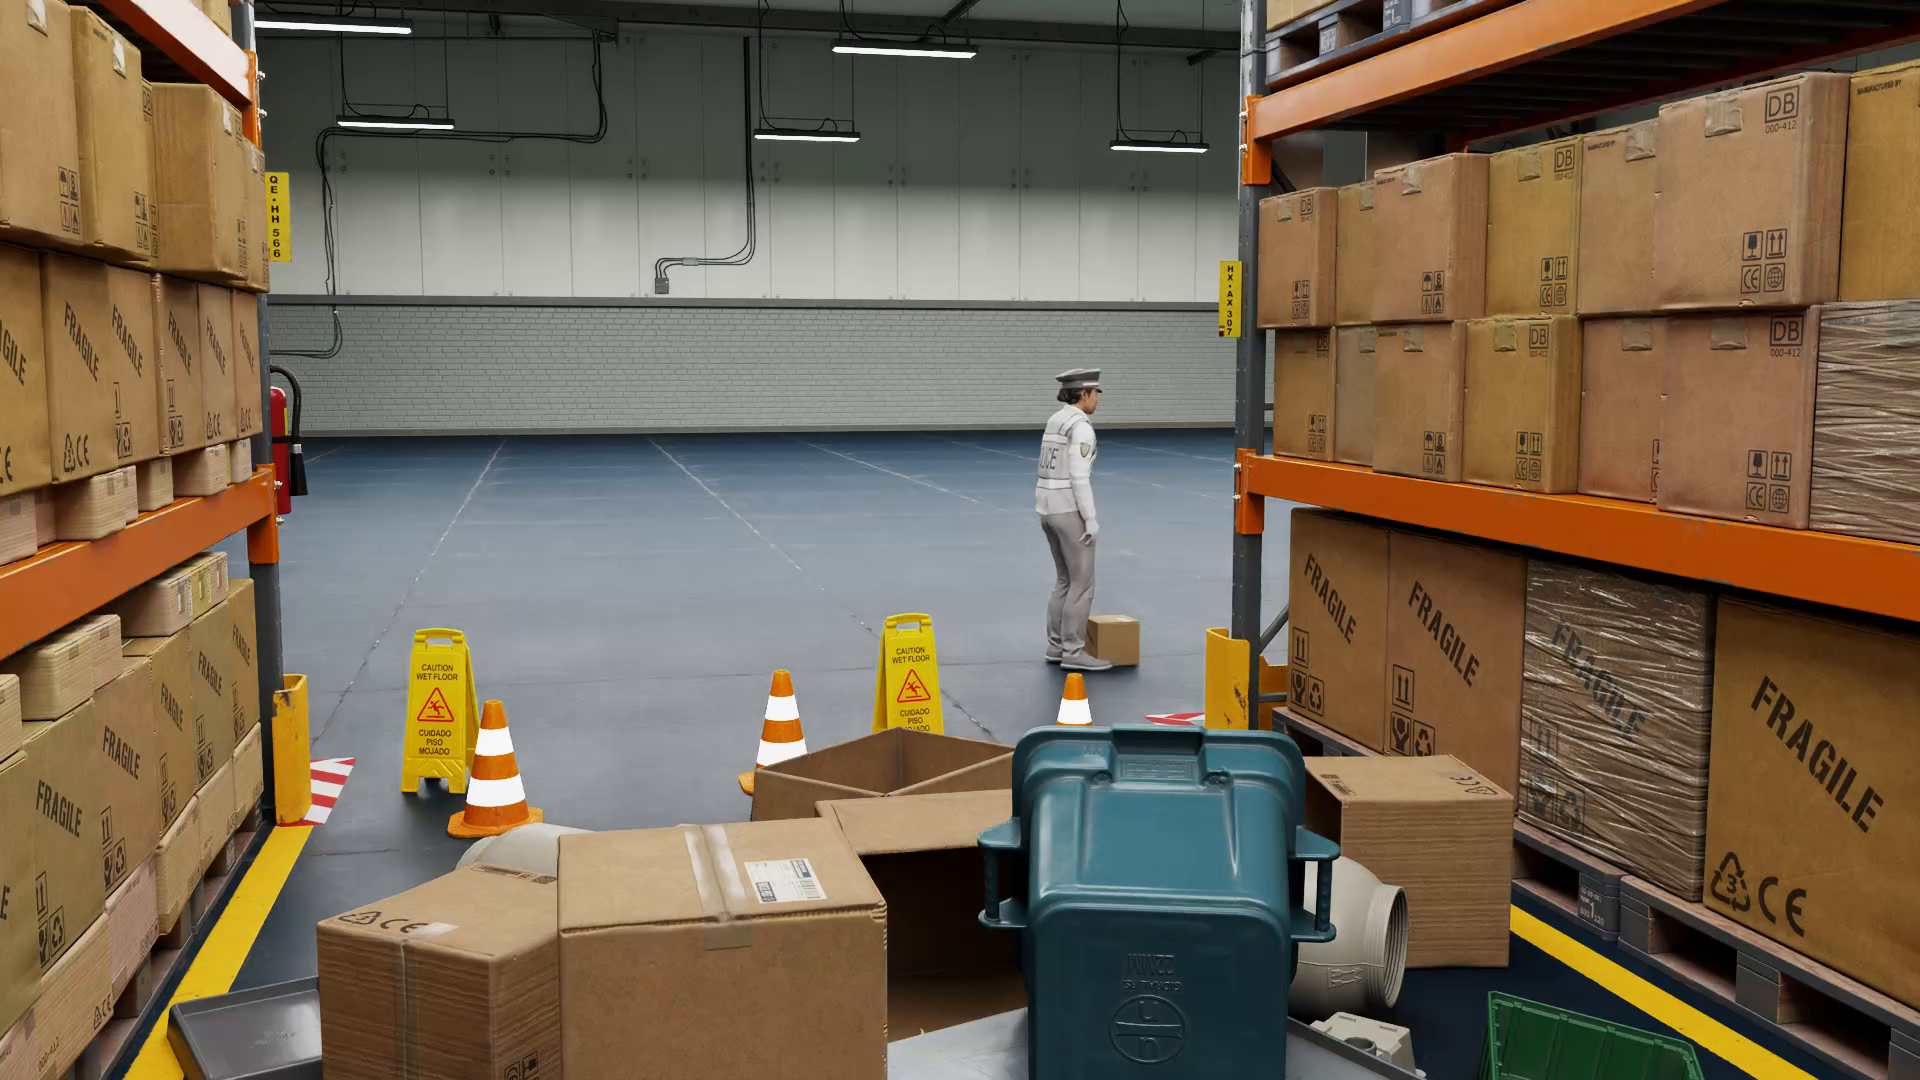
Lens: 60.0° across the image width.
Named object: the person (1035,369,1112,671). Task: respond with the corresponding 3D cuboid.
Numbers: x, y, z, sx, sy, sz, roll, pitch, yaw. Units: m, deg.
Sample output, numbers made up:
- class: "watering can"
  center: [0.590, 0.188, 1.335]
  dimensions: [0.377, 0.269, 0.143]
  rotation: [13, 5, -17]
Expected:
- class: "person"
  center: [0.623, -0.124, 9.309]
  dimensions: [0.374, 1.662, 0.539]
  rotation: [-2, 7, -17]
